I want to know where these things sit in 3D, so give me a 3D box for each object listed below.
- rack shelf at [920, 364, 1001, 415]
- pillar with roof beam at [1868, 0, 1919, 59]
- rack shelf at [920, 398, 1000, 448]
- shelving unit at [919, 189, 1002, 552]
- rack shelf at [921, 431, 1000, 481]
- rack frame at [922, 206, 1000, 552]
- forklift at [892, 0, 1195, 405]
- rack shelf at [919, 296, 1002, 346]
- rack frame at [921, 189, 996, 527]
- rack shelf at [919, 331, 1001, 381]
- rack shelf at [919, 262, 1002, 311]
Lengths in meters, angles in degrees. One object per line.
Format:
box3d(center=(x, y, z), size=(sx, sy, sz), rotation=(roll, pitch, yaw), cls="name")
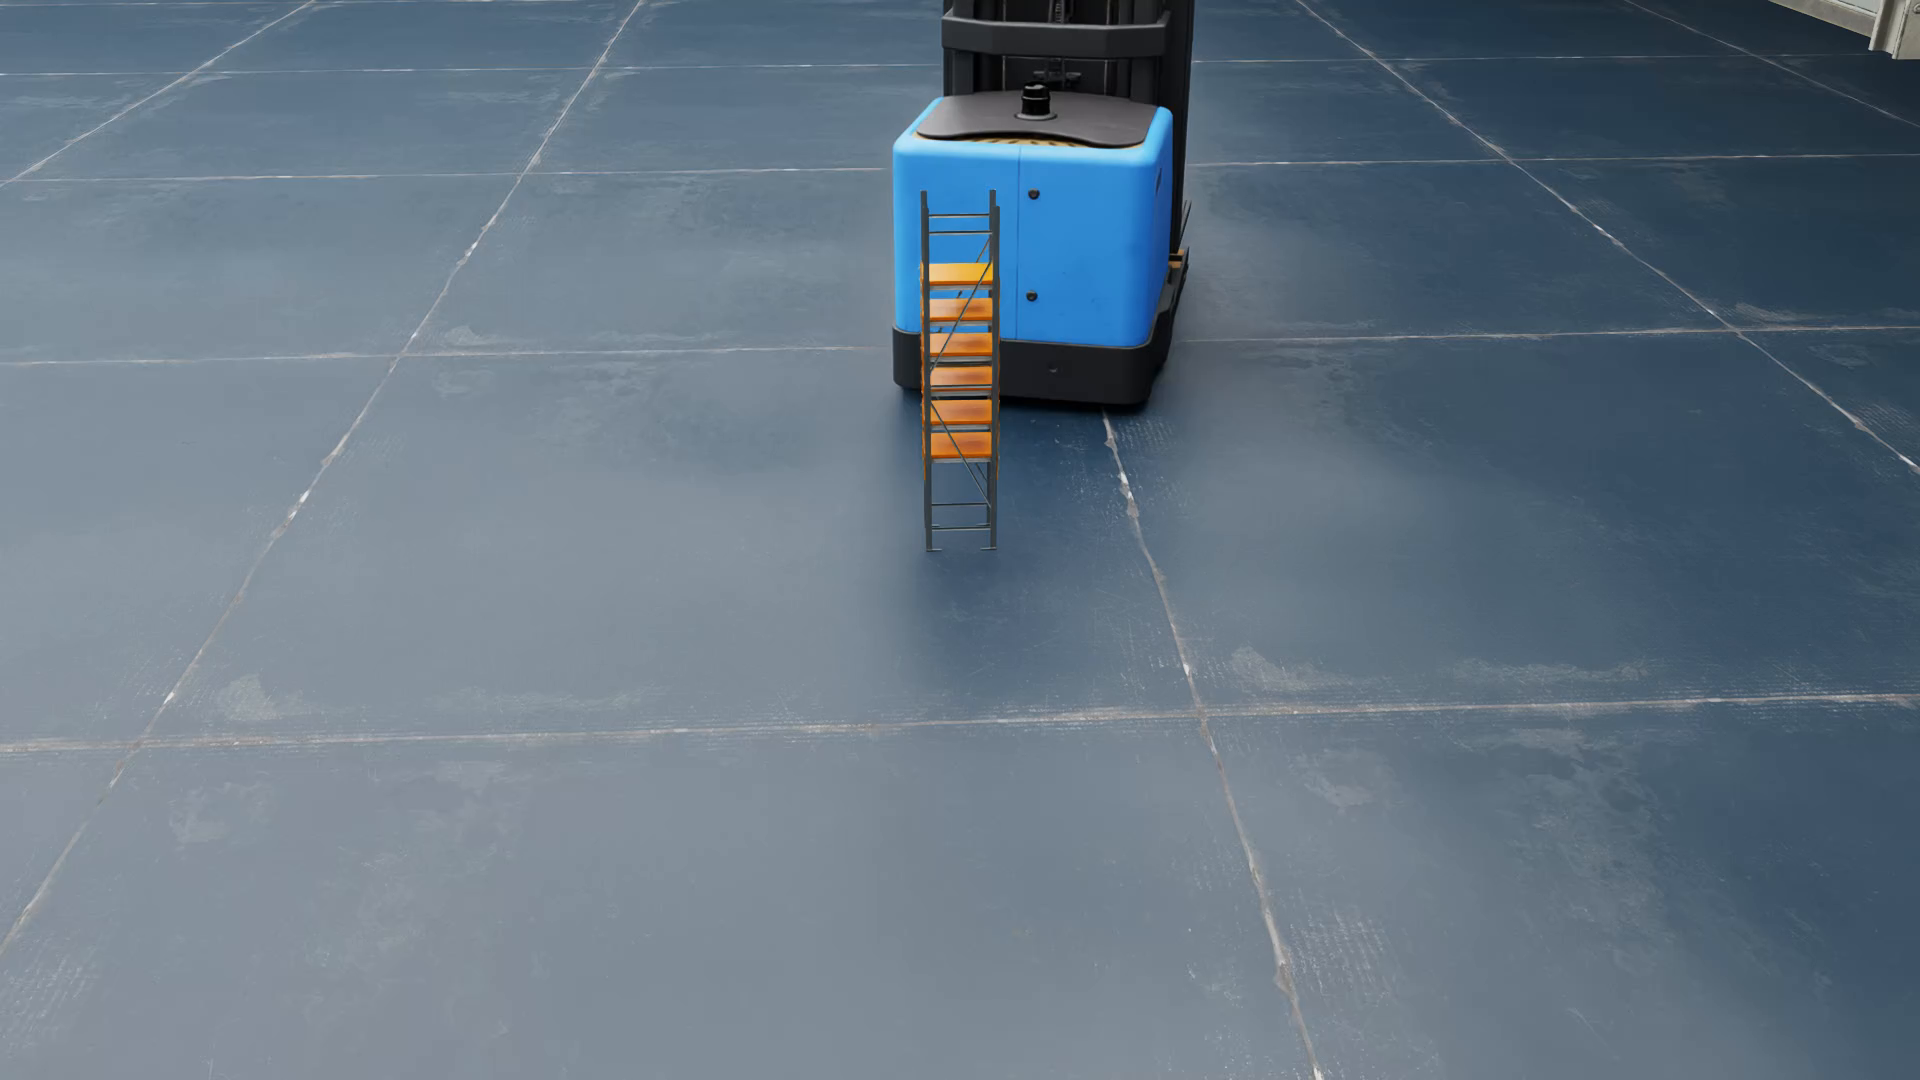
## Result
box3d(center=(-0.001, -0.499, 5.506), size=(0.258, 0.103, 0.180), rotation=(-1, 28, -3), cls="rack shelf")
box3d(center=(3.102, -7.712, 10.805), size=(9.100, 9.000, 0.400), rotation=(-1, 28, -3), cls="pillar with roof beam")
box3d(center=(-0.001, -0.393, 5.561), size=(0.258, 0.103, 0.180), rotation=(-1, 28, -3), cls="rack shelf")
box3d(center=(-0.001, -0.539, 5.485), size=(0.258, 1.200, 0.189), rotation=(-1, 28, -3), cls="shelving unit")
box3d(center=(-0.001, -0.286, 5.617), size=(0.258, 0.103, 0.180), rotation=(-1, 28, -3), cls="rack shelf")
box3d(center=(0.004, -0.496, 5.404), size=(0.240, 1.200, 0.006), rotation=(-1, 28, -3), cls="rack frame")
box3d(center=(0.517, -2.500, 7.374), size=(1.130, 2.935, 3.031), rotation=(5, 28, 10), cls="forklift")
box3d(center=(-0.001, -0.712, 5.395), size=(0.258, 0.103, 0.180), rotation=(-1, 28, -3), cls="rack shelf")
box3d(center=(-0.006, -0.581, 5.566), size=(0.240, 1.200, 0.006), rotation=(-1, 28, -3), cls="rack frame")
box3d(center=(-0.001, -0.606, 5.450), size=(0.258, 0.103, 0.180), rotation=(-1, 28, -3), cls="rack shelf")
box3d(center=(-0.001, -0.818, 5.339), size=(0.258, 0.103, 0.180), rotation=(-1, 28, -3), cls="rack shelf")
